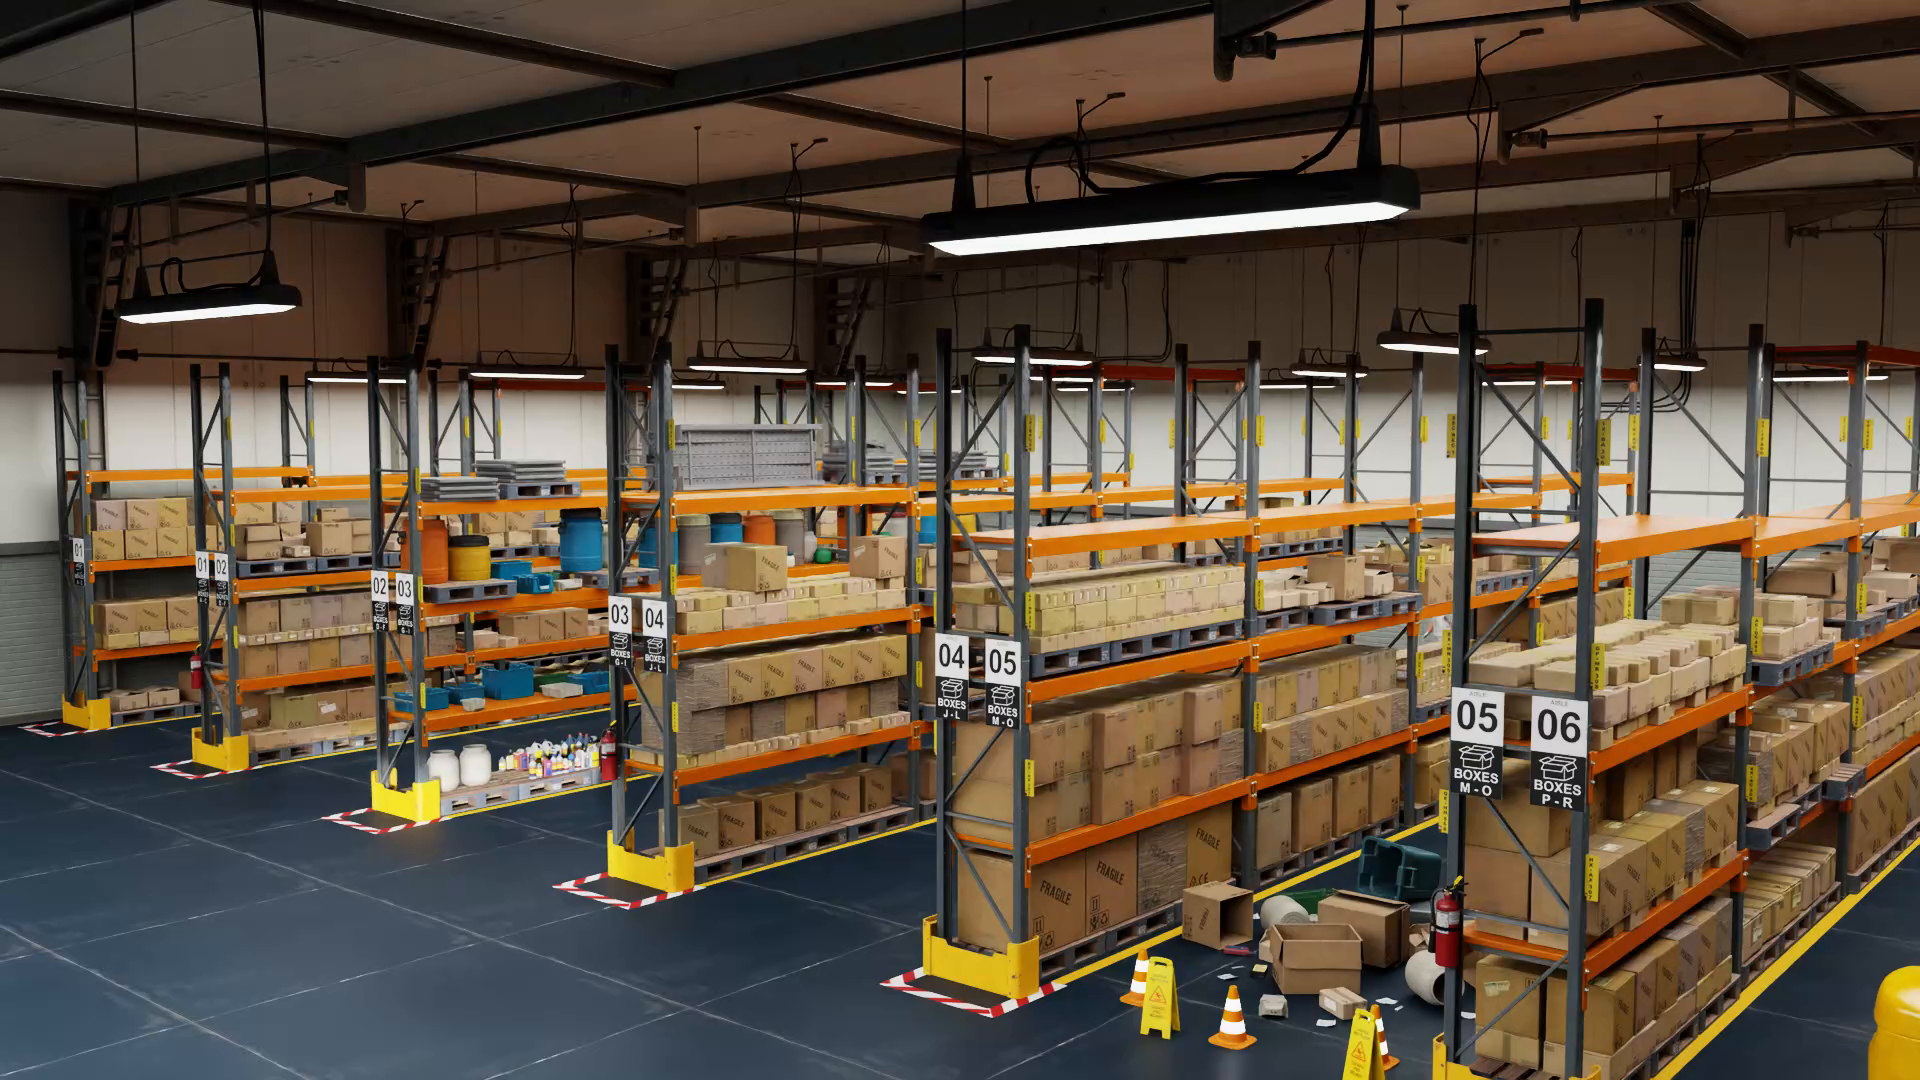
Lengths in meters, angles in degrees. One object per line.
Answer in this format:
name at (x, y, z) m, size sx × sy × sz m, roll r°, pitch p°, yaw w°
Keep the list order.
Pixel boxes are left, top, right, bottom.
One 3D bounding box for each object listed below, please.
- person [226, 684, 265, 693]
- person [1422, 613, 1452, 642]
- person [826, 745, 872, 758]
person at (-11.641, 2.361, 27.135) m, size 0.675 × 1.816 × 0.729 m, roll 3°, pitch 5°, yaw 33°
person at (9.498, 1.903, 32.895) m, size 1.125 × 1.722 × 0.566 m, roll -1°, pitch 4°, yaw -17°
person at (-1.697, 2.437, 25.636) m, size 0.582 × 1.765 × 0.834 m, roll 4°, pitch 6°, yaw 44°
